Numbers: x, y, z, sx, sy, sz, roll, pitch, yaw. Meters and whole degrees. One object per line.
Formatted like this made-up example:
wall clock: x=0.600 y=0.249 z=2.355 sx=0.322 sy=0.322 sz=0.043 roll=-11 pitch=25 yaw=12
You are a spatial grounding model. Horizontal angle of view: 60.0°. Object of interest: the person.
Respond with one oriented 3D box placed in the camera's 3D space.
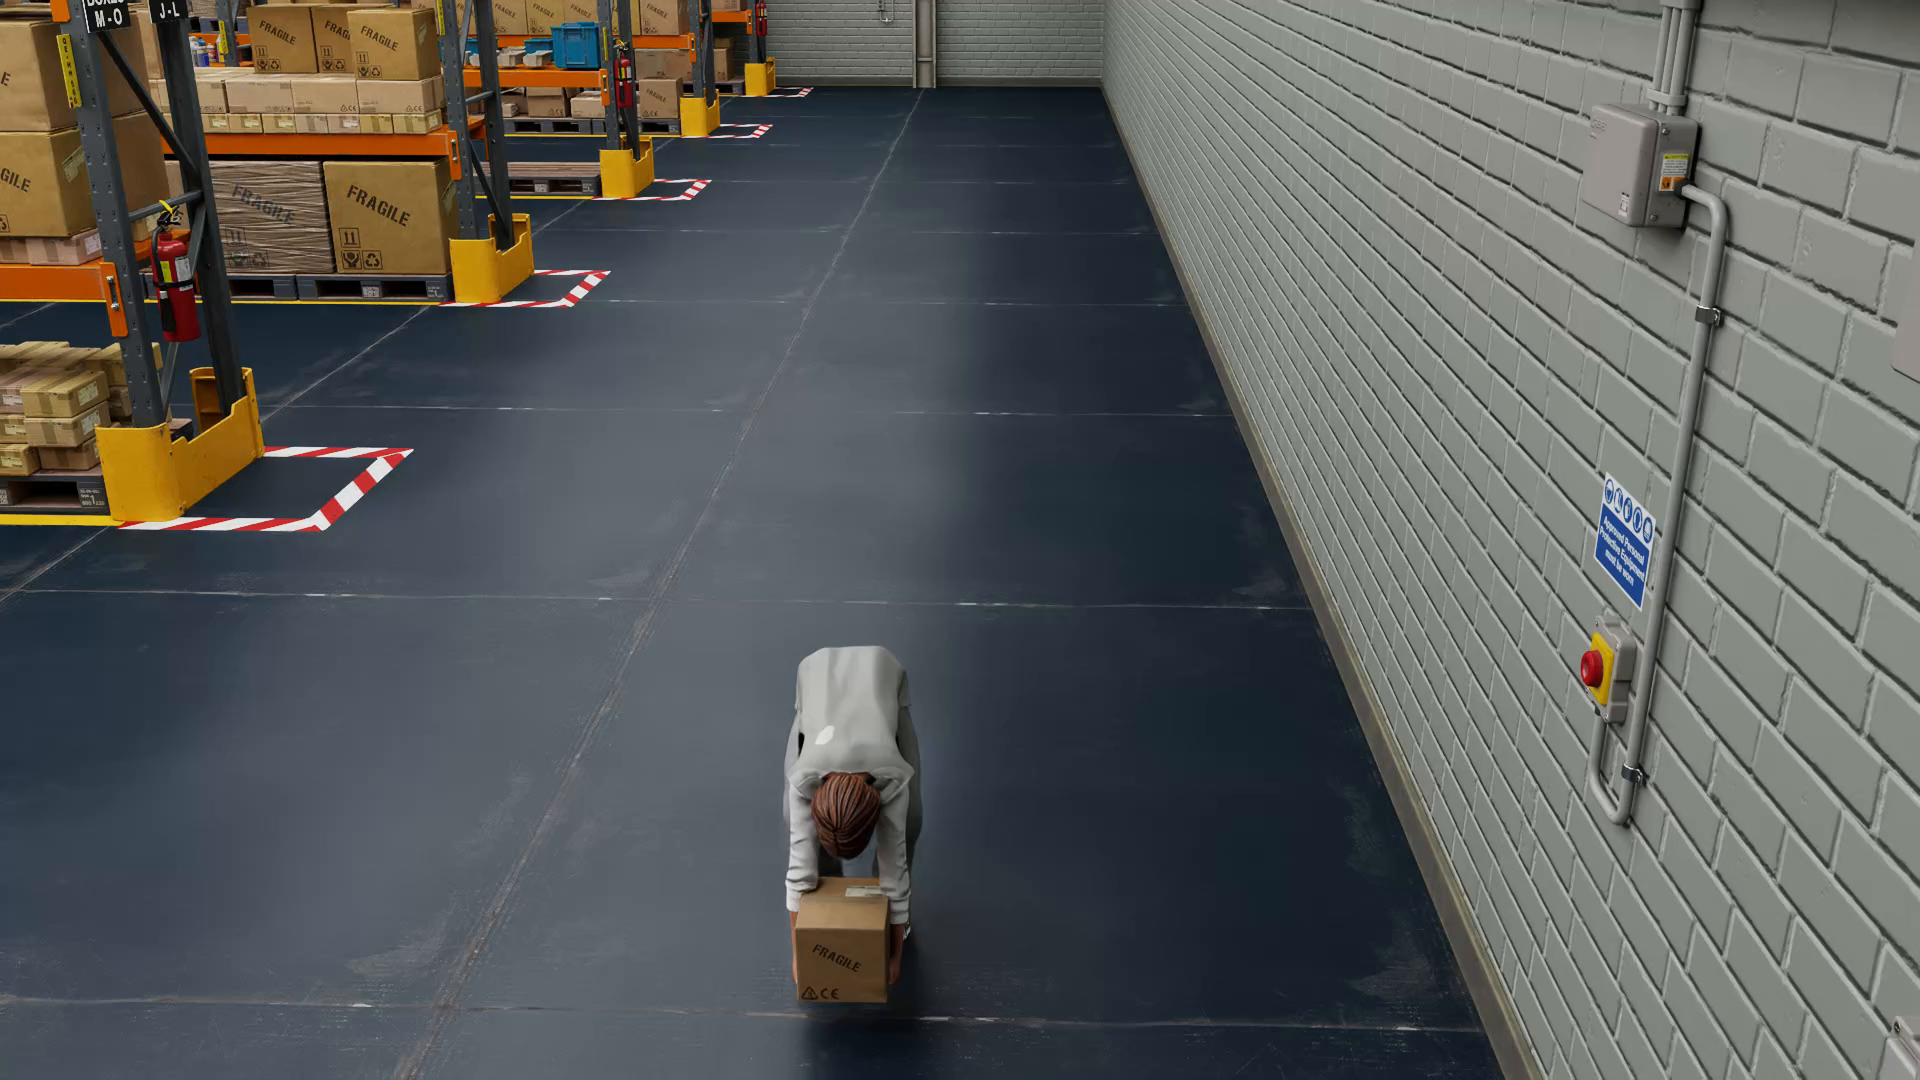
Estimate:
person: x=-0.317 y=0.830 z=4.880 sx=0.415 sy=0.924 sz=0.861 roll=0 pitch=21 yaw=-1
